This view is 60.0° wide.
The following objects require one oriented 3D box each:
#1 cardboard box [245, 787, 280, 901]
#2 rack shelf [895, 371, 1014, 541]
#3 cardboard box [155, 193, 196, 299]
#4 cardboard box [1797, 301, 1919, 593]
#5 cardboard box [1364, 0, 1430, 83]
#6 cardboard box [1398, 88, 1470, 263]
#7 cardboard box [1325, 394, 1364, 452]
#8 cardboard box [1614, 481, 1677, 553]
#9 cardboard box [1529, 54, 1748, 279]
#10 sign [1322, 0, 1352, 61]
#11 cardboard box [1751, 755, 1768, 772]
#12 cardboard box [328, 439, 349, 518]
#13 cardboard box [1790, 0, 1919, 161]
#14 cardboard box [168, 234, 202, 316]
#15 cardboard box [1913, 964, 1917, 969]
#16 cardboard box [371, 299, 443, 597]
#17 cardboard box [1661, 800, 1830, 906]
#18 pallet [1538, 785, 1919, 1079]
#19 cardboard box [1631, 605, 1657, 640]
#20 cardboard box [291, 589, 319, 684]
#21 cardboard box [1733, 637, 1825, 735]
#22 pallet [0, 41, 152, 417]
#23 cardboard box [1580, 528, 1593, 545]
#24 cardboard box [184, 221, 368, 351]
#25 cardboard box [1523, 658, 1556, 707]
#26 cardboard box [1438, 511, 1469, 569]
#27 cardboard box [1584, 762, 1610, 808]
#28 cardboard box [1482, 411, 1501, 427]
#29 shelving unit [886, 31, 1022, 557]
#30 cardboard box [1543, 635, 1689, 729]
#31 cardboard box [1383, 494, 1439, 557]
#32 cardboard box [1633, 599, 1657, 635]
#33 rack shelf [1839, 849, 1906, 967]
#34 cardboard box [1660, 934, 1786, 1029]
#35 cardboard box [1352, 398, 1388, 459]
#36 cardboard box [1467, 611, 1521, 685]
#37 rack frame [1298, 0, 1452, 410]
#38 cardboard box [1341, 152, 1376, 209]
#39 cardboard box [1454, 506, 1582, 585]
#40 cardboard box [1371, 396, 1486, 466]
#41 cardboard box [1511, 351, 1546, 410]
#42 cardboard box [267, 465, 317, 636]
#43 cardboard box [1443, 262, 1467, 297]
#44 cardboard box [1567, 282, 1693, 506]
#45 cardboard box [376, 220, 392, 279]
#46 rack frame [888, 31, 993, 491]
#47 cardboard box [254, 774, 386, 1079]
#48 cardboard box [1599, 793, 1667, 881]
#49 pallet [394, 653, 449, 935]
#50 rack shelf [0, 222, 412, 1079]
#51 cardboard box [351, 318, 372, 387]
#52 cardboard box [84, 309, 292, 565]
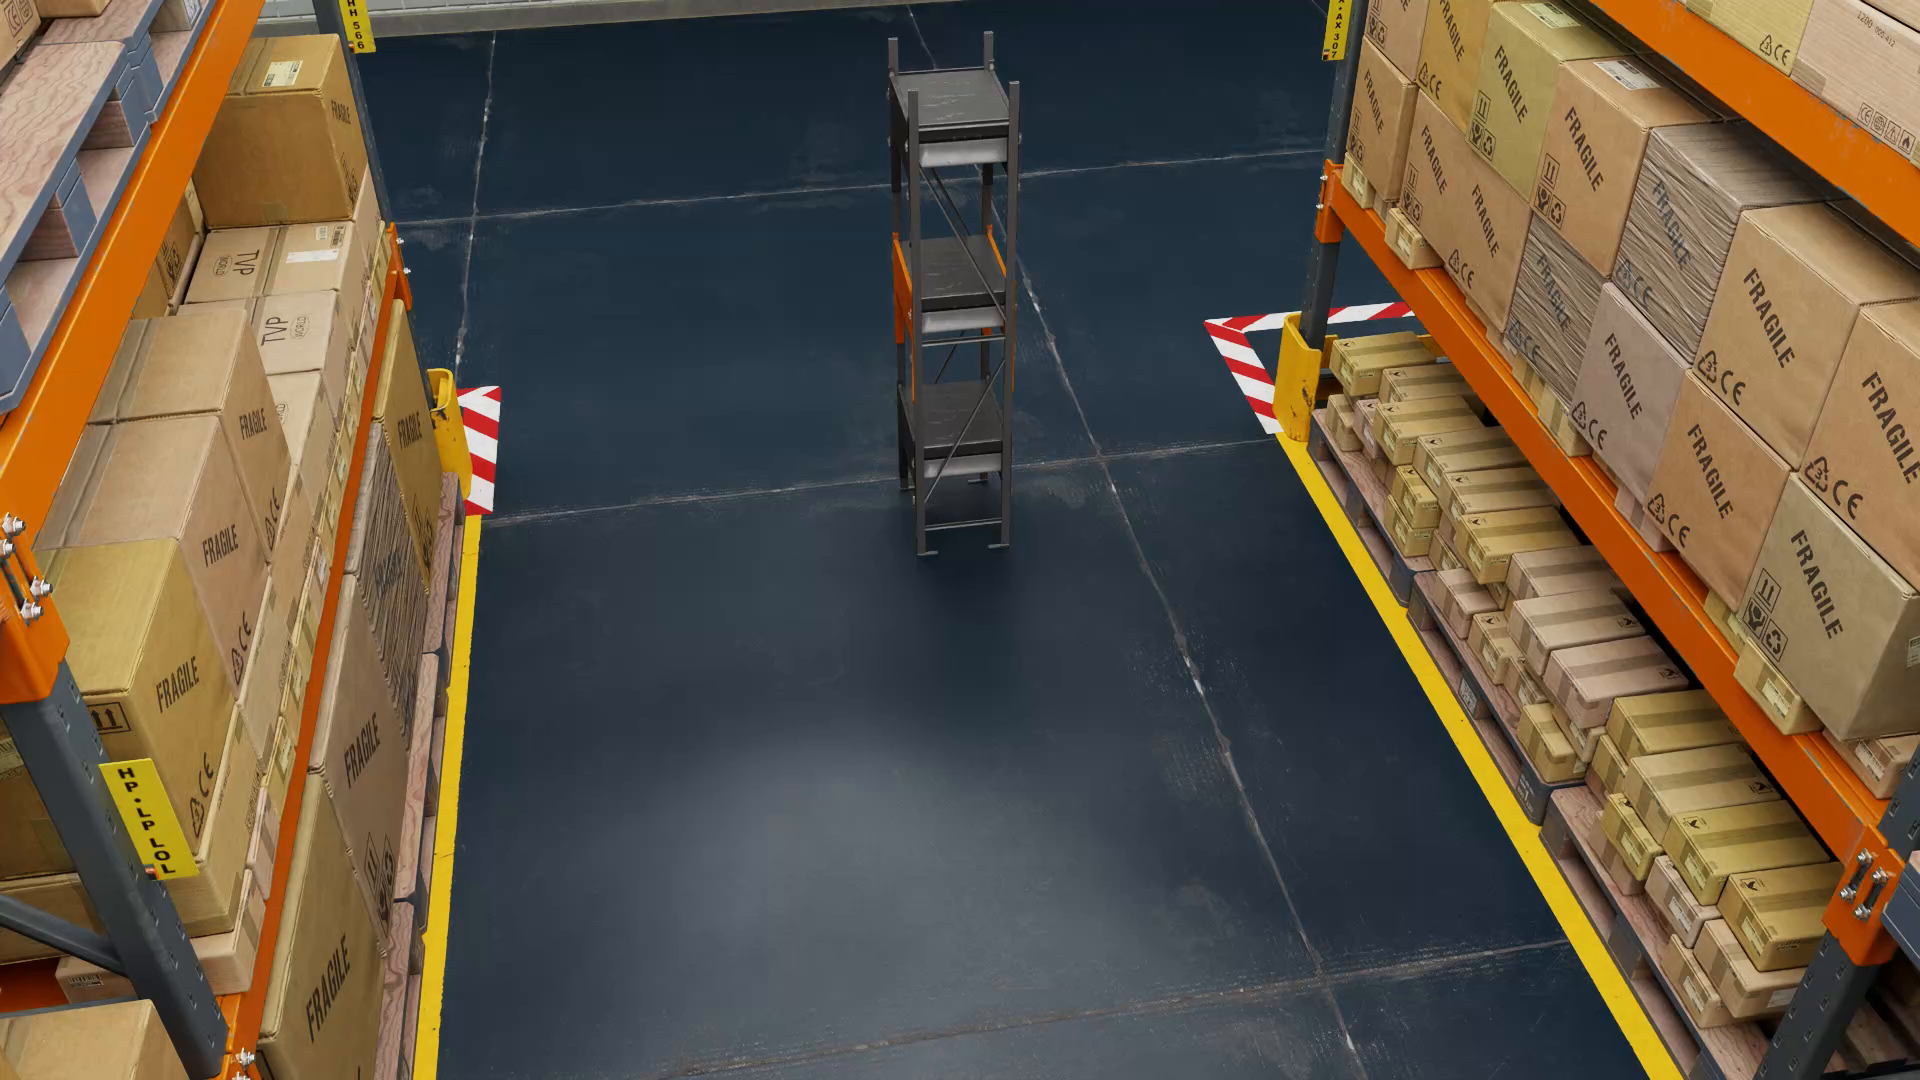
[{"bbox_3d":[-1.875,0.762,4.029,0.380,0.149,0.250,-7,38,-9],"label":"cardboard box"},{"bbox_3d":[-0.029,-0.366,7.172,0.431,0.518,0.480,-6,38,-8],"label":"rack shelf"},{"bbox_3d":[-2.900,-1.113,5.507,0.500,0.500,0.500,-7,38,-9],"label":"cardboard box"},{"bbox_3d":[2.448,-0.243,3.979,0.500,0.500,0.500,-8,38,-10],"label":"cardboard box"},{"bbox_3d":[1.912,-2.104,6.375,0.500,0.500,0.500,-6,38,-8],"label":"cardboard box"},{"bbox_3d":[2.021,-1.388,6.267,0.500,0.500,0.500,-6,38,-8],"label":"cardboard box"},{"bbox_3d":[1.872,-0.541,7.483,0.380,0.149,0.250,-5,38,-7],"label":"cardboard box"},{"bbox_3d":[2.277,-0.115,5.158,0.380,0.149,0.250,-8,39,-10],"label":"cardboard box"},{"bbox_3d":[2.169,-1.176,5.180,0.500,0.500,0.500,-7,38,-9],"label":"cardboard box"},{"bbox_3d":[1.561,-2.136,6.848,0.100,0.325,0.005,-6,38,-8],"label":"sign"},{"bbox_3d":[2.792,0.703,5.639,0.380,0.149,0.250,-8,39,-10],"label":"cardboard box"},{"bbox_3d":[-2.151,-0.178,5.238,0.380,0.149,0.250,-6,38,-7],"label":"cardboard box"},{"bbox_3d":[2.368,-1.132,3.939,0.500,0.250,0.500,-6,38,-8],"label":"cardboard box"},{"bbox_3d":[-2.890,-0.806,5.722,0.500,0.250,0.500,-7,38,-9],"label":"cardboard box"},{"bbox_3d":[3.048,1.153,5.060,0.380,0.149,0.250,-5,38,-6],"label":"cardboard box"},{"bbox_3d":[-2.615,-0.329,6.618,0.875,0.875,0.875,-6,38,-8],"label":"cardboard box"},{"bbox_3d":[2.394,0.952,5.076,0.380,0.149,0.250,-6,38,-7],"label":"cardboard box"},{"bbox_3d":[2.644,1.263,5.452,1.003,0.211,1.213,-6,38,-8],"label":"pallet"},{"bbox_3d":[2.660,0.340,6.349,0.380,0.149,0.250,-5,38,-7],"label":"cardboard box"},{"bbox_3d":[-2.015,0.290,4.636,0.380,0.149,0.250,-7,38,-9],"label":"cardboard box"},{"bbox_3d":[2.363,0.372,4.531,0.380,0.149,0.250,-7,38,-9],"label":"cardboard box"},{"bbox_3d":[-2.238,-0.609,3.216,1.003,0.211,1.213,-6,38,-8],"label":"pallet"},{"bbox_3d":[2.617,-0.043,6.357,0.380,0.149,0.250,-7,38,-9],"label":"cardboard box"},{"bbox_3d":[-2.371,-0.867,5.801,0.500,0.250,0.500,-7,38,-9],"label":"cardboard box"},{"bbox_3d":[2.266,0.450,5.964,0.380,0.149,0.250,-8,39,-10],"label":"cardboard box"},{"bbox_3d":[2.135,-0.039,6.594,0.380,0.149,0.250,-8,39,-10],"label":"cardboard box"},{"bbox_3d":[2.392,0.833,5.715,0.380,0.149,0.250,-7,38,-9],"label":"cardboard box"},{"bbox_3d":[2.461,-0.558,7.262,0.380,0.149,0.250,-7,38,-9],"label":"cardboard box"},{"bbox_3d":[-0.029,-0.929,6.735,0.431,2.100,0.503,-6,38,-8],"label":"shelving unit"},{"bbox_3d":[2.236,0.483,5.679,0.380,0.149,0.250,-8,39,-10],"label":"cardboard box"},{"bbox_3d":[1.985,-0.077,6.885,0.380,0.149,0.250,-6,38,-7],"label":"cardboard box"},{"bbox_3d":[2.767,0.224,6.256,0.380,0.149,0.250,-6,38,-7],"label":"cardboard box"},{"bbox_3d":[3.147,2.056,2.745,1.077,0.370,4.000,-6,38,-8],"label":"rack shelf"},{"bbox_3d":[2.392,1.323,5.083,0.380,0.149,0.250,-6,38,-7],"label":"cardboard box"},{"bbox_3d":[1.927,-0.494,7.180,0.380,0.149,0.250,-6,38,-8],"label":"cardboard box"},{"bbox_3d":[2.156,0.391,6.283,0.380,0.149,0.250,-6,38,-8],"label":"cardboard box"},{"bbox_3d":[2.095,-1.852,7.189,1.000,3.000,0.127,-6,38,-8],"label":"rack frame"},{"bbox_3d":[1.829,-1.522,6.969,0.380,0.149,0.250,-7,38,-8],"label":"cardboard box"},{"bbox_3d":[2.103,0.019,6.278,0.380,0.149,0.250,-6,38,-7],"label":"cardboard box"},{"bbox_3d":[1.937,-0.455,6.887,0.380,0.149,0.250,-6,38,-8],"label":"cardboard box"},{"bbox_3d":[2.153,-0.585,5.763,0.380,0.149,0.250,-5,38,-6],"label":"cardboard box"},{"bbox_3d":[-2.108,0.053,4.617,0.500,0.250,0.500,-5,38,-7],"label":"cardboard box"},{"bbox_3d":[2.089,-1.063,6.378,0.380,0.149,0.250,-5,38,-6],"label":"cardboard box"},{"bbox_3d":[2.258,-0.469,5.085,0.500,0.500,0.500,-6,38,-8],"label":"cardboard box"},{"bbox_3d":[-2.419,-1.101,6.427,0.380,0.149,0.250,-6,38,-7],"label":"cardboard box"},{"bbox_3d":[-0.072,-1.077,6.924,0.400,2.100,0.015,-6,38,-8],"label":"rack frame"},{"bbox_3d":[-2.142,1.302,4.518,0.875,0.875,0.875,-6,38,-8],"label":"cardboard box"},{"bbox_3d":[2.304,0.928,5.349,0.380,0.149,0.250,-7,38,-10],"label":"cardboard box"},{"bbox_3d":[-2.378,0.931,5.879,1.003,0.211,1.213,-6,38,-8],"label":"pallet"},{"bbox_3d":[-2.455,0.112,5.247,1.077,0.370,4.000,-6,38,-8],"label":"rack shelf"},{"bbox_3d":[-2.286,-0.641,5.835,0.380,0.149,0.250,-6,38,-7],"label":"cardboard box"},{"bbox_3d":[-2.111,-0.247,4.392,0.500,0.500,0.500,-7,38,-9],"label":"cardboard box"}]
